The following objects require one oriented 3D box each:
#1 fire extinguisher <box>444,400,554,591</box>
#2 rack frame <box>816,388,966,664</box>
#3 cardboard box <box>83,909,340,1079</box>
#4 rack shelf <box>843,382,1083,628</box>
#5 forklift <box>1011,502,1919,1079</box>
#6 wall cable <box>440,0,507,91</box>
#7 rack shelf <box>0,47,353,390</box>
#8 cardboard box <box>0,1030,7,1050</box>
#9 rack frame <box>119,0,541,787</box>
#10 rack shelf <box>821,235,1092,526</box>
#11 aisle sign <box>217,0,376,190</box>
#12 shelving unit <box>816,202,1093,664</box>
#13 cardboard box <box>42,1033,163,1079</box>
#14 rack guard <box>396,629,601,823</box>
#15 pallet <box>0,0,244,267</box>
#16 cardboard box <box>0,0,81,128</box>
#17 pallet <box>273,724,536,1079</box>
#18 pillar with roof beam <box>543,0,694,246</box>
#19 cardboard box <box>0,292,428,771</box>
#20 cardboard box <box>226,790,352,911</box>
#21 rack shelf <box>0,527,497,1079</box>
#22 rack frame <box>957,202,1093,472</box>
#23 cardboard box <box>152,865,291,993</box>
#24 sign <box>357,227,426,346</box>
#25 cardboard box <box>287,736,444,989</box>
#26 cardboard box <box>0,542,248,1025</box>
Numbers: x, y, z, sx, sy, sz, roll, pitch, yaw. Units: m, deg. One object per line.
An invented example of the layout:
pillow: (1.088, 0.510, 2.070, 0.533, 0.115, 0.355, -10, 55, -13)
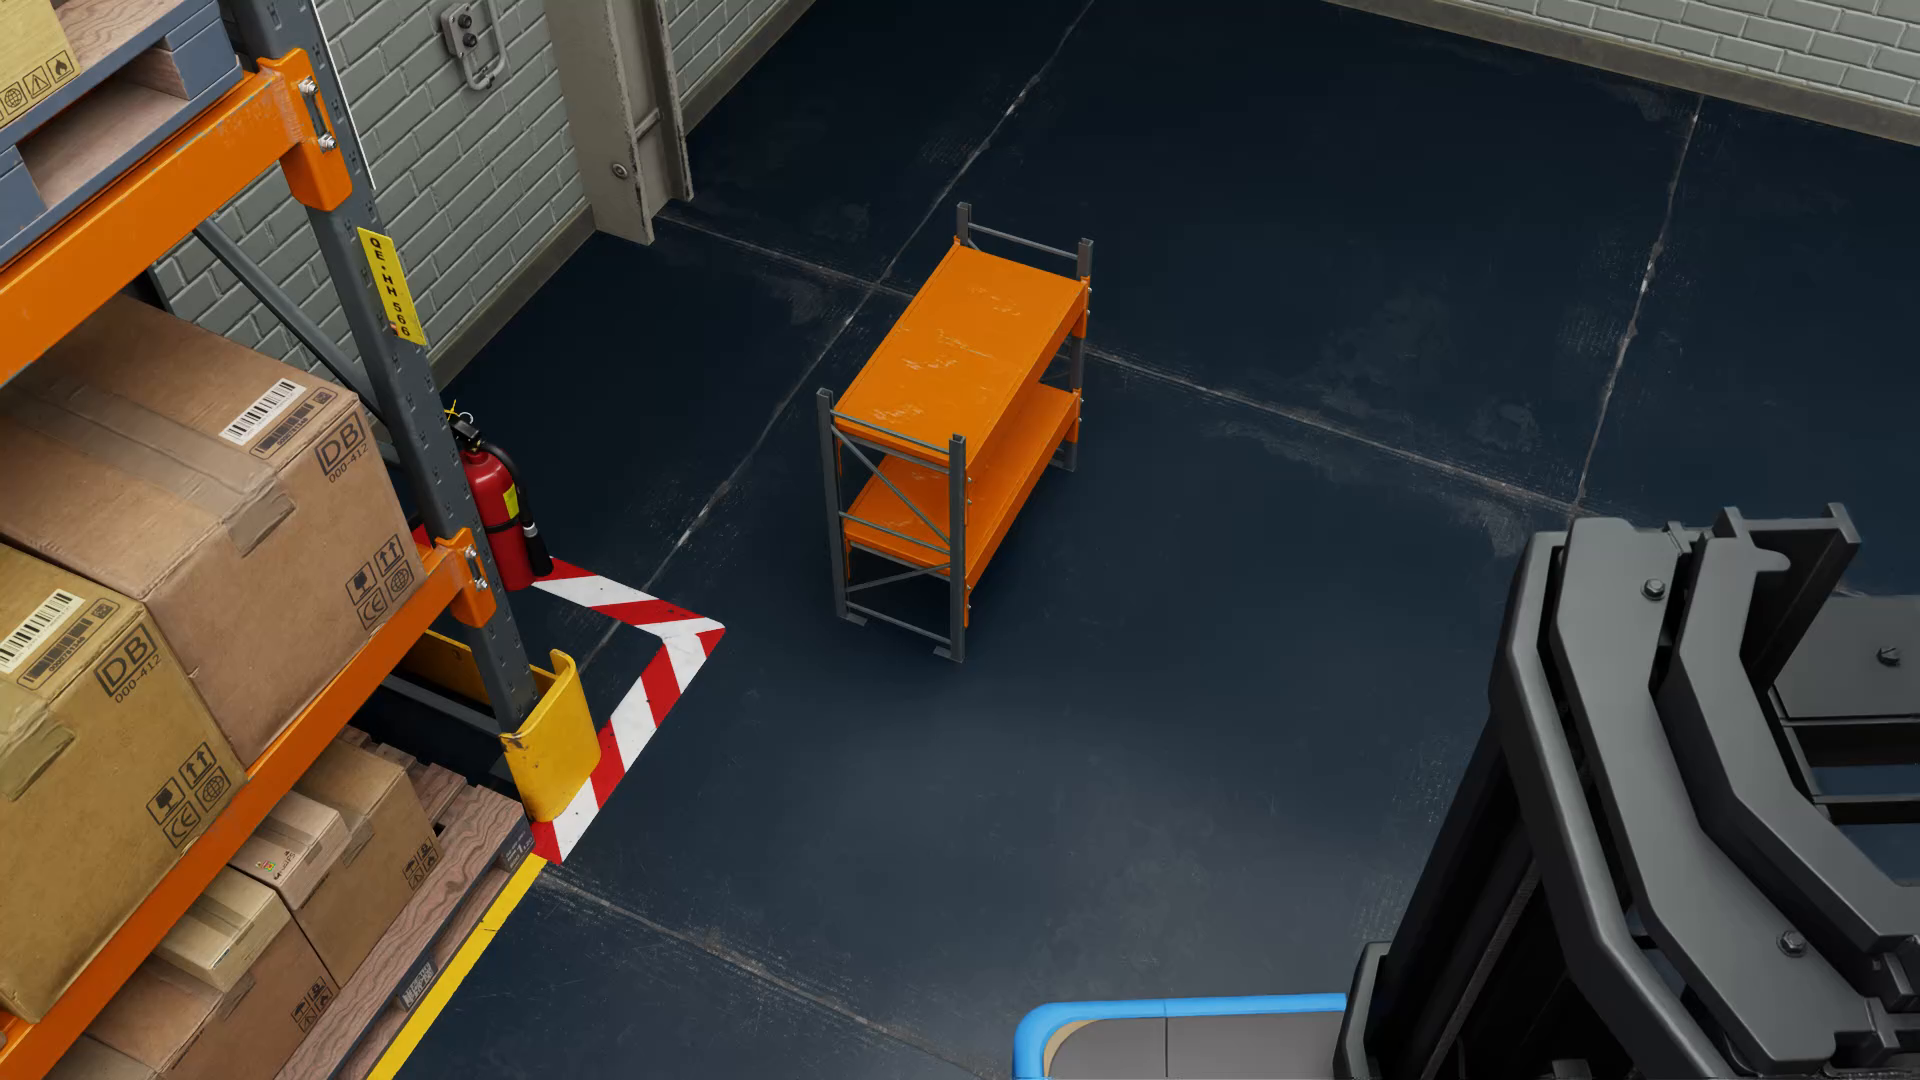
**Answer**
fire extinguisher: (-1.323, -0.127, 4.684, 0.296, 0.674, 0.183, 20, 52, 16)
rack frame: (-0.214, -0.019, 5.528, 0.500, 1.125, 0.032, 20, 52, 16)
cardboard box: (-2.227, 1.214, 4.613, 0.700, 0.500, 0.500, 20, 52, 16)
rack shelf: (0.003, -0.211, 6.012, 0.538, 0.278, 1.000, 20, 52, 16)
forklift: (1.642, 1.171, 3.329, 3.031, 2.935, 1.130, -2, 50, -1)
wall cable: (-2.113, -1.838, 5.177, 0.084, 1.984, 1.851, 20, 52, 16)
rack shelf: (-2.659, 0.319, 2.512, 1.077, 0.370, 4.000, 20, 52, 16)
cardboard box: (-2.648, 0.964, 3.263, 0.980, 0.700, 0.700, 18, 52, 14)
rack frame: (-1.805, -0.319, 4.552, 1.000, 3.000, 0.127, 20, 52, 16)
rack shelf: (0.003, -0.559, 5.603, 0.538, 0.278, 1.000, 20, 52, 16)
aisle sign: (-1.503, -1.114, 3.521, 0.394, 0.787, 0.004, 20, 52, 16)
shelving unit: (0.003, -0.369, 5.826, 0.538, 1.125, 1.048, 20, 52, 16)
cardboard box: (-2.441, 1.560, 4.318, 0.700, 0.500, 0.500, 18, 52, 15)
rack guard: (-1.795, 0.474, 5.518, 1.175, 0.500, 0.348, 20, 52, 16)
pallet: (-2.112, -0.749, 3.006, 1.003, 0.211, 1.213, 20, 52, 16)
cardboard box: (-1.878, -0.821, 2.766, 0.500, 0.250, 0.500, 21, 53, 17)
pallet: (-2.076, 1.160, 5.124, 1.003, 0.211, 1.213, 20, 52, 16)
pillar with roof beam: (2.459, -3.003, 2.897, 9.100, 9.000, 0.400, 20, 52, 16)
cardboard box: (-2.014, -0.062, 4.136, 0.980, 0.700, 0.700, 22, 53, 18)
cardboard box: (-1.904, 0.807, 4.534, 0.380, 0.149, 0.250, 19, 52, 16)
rack shelf: (-2.659, 1.291, 3.654, 1.077, 0.370, 4.000, 20, 52, 16)
rack frame: (0.220, -0.719, 6.123, 0.500, 1.125, 0.032, 20, 52, 16)
cardboard box: (-2.012, 0.983, 4.384, 0.380, 0.149, 0.250, 21, 53, 17)
sign: (-1.320, -0.585, 3.863, 0.100, 0.325, 0.005, 20, 52, 16)
cardboard box: (-2.013, 0.869, 4.906, 0.700, 0.500, 0.500, 20, 52, 16)
cardboard box: (-2.314, 0.442, 3.707, 0.980, 0.700, 0.700, 19, 52, 16)
